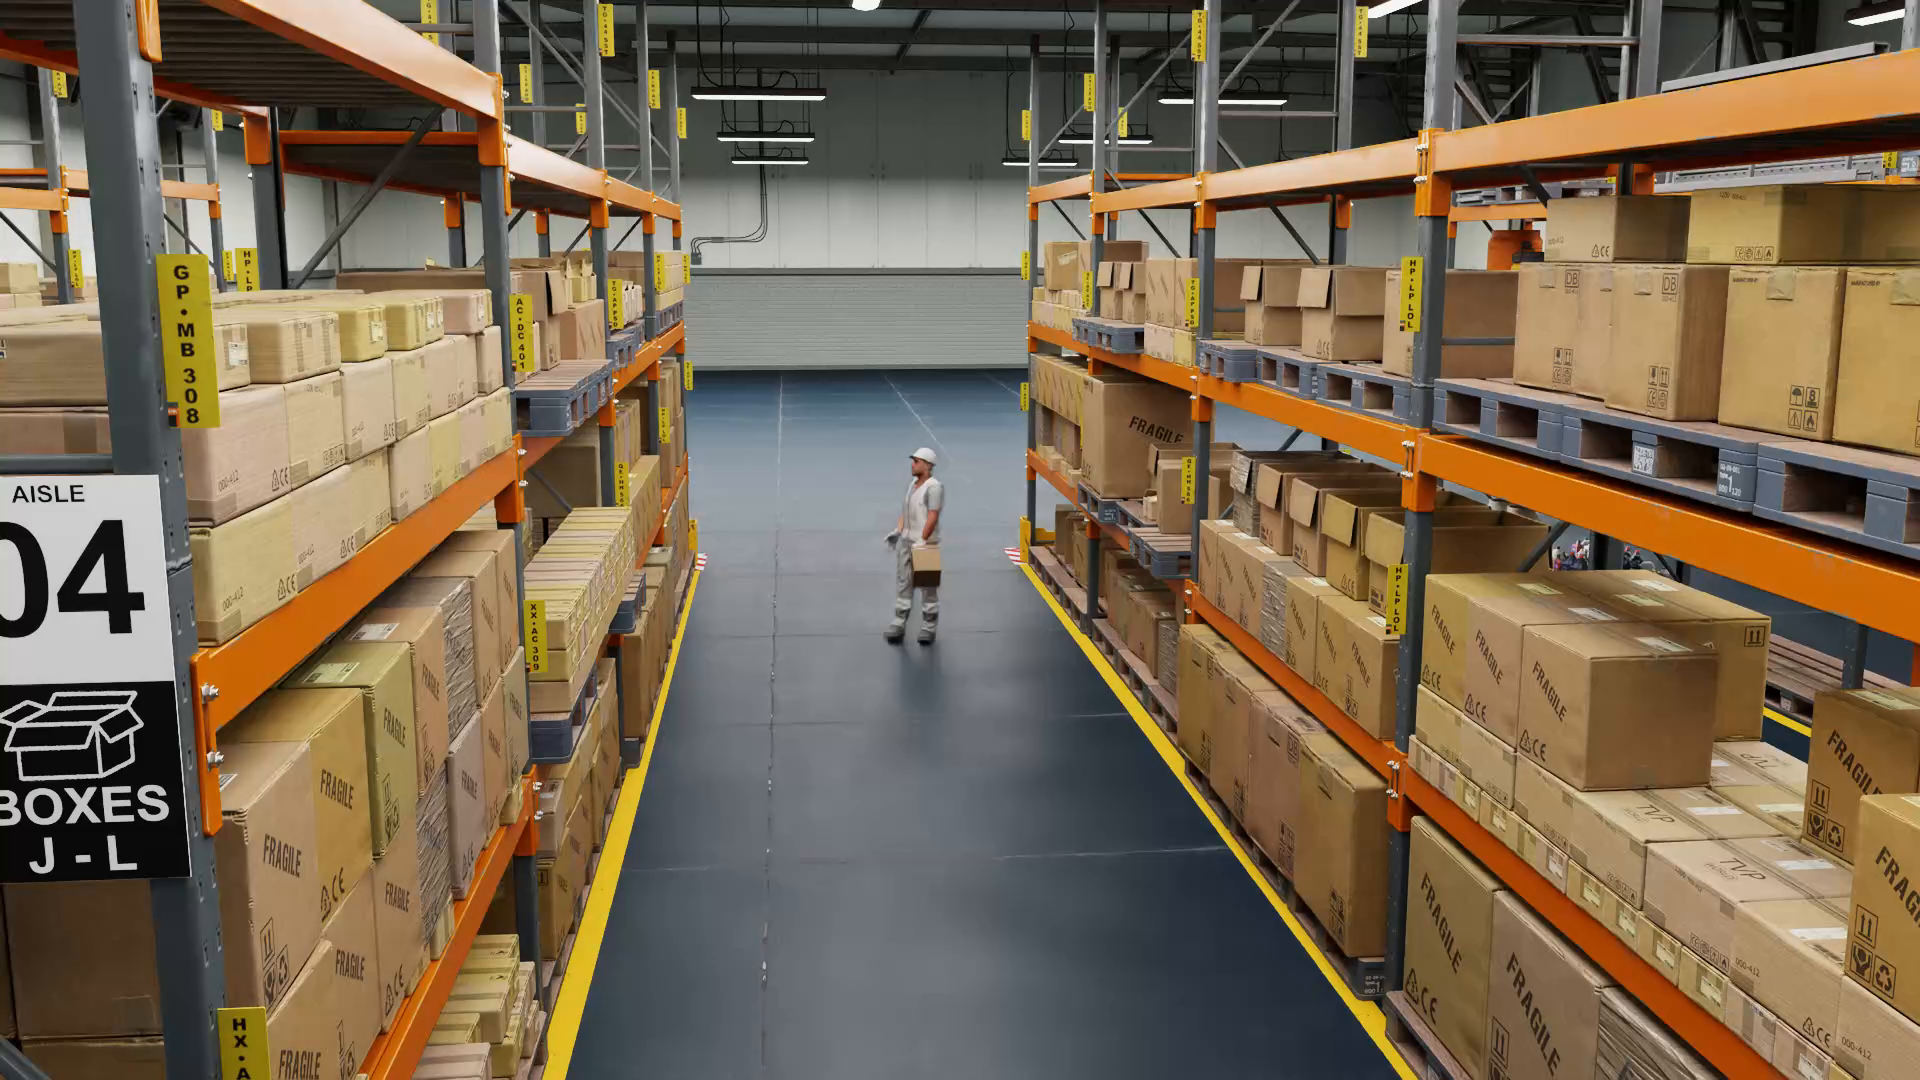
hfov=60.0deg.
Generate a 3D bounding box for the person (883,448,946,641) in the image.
[{"bbox_3d":[-0.421,0.045,15.483,0.552,1.794,0.531,-7,12,-36],"label":"person"}]
